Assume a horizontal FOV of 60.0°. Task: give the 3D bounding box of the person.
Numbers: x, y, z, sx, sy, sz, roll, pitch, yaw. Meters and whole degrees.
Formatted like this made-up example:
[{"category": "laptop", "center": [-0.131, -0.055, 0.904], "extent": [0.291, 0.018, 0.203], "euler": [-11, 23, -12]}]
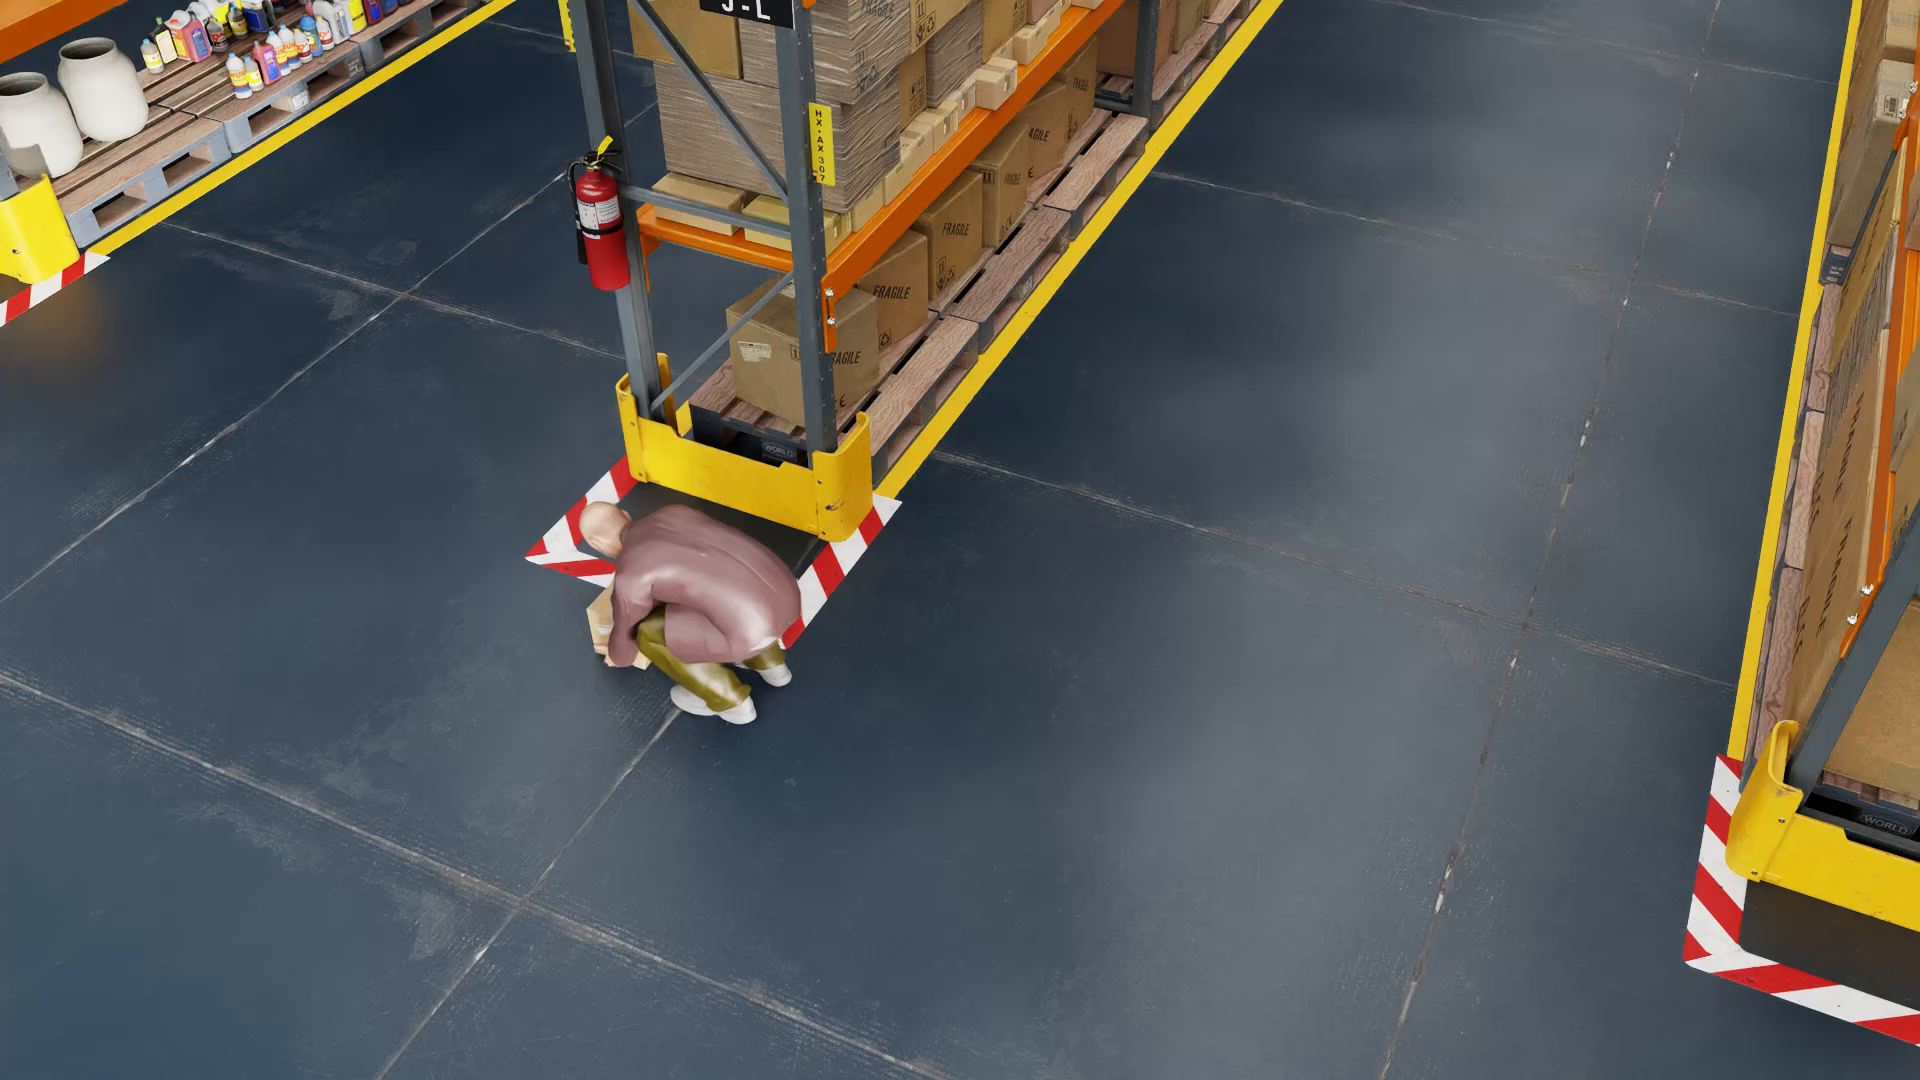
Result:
[{"category": "person", "center": [-1.102, 0.127, 6.537], "extent": [0.951, 1.101, 0.576], "euler": [19, 45, 20]}]
